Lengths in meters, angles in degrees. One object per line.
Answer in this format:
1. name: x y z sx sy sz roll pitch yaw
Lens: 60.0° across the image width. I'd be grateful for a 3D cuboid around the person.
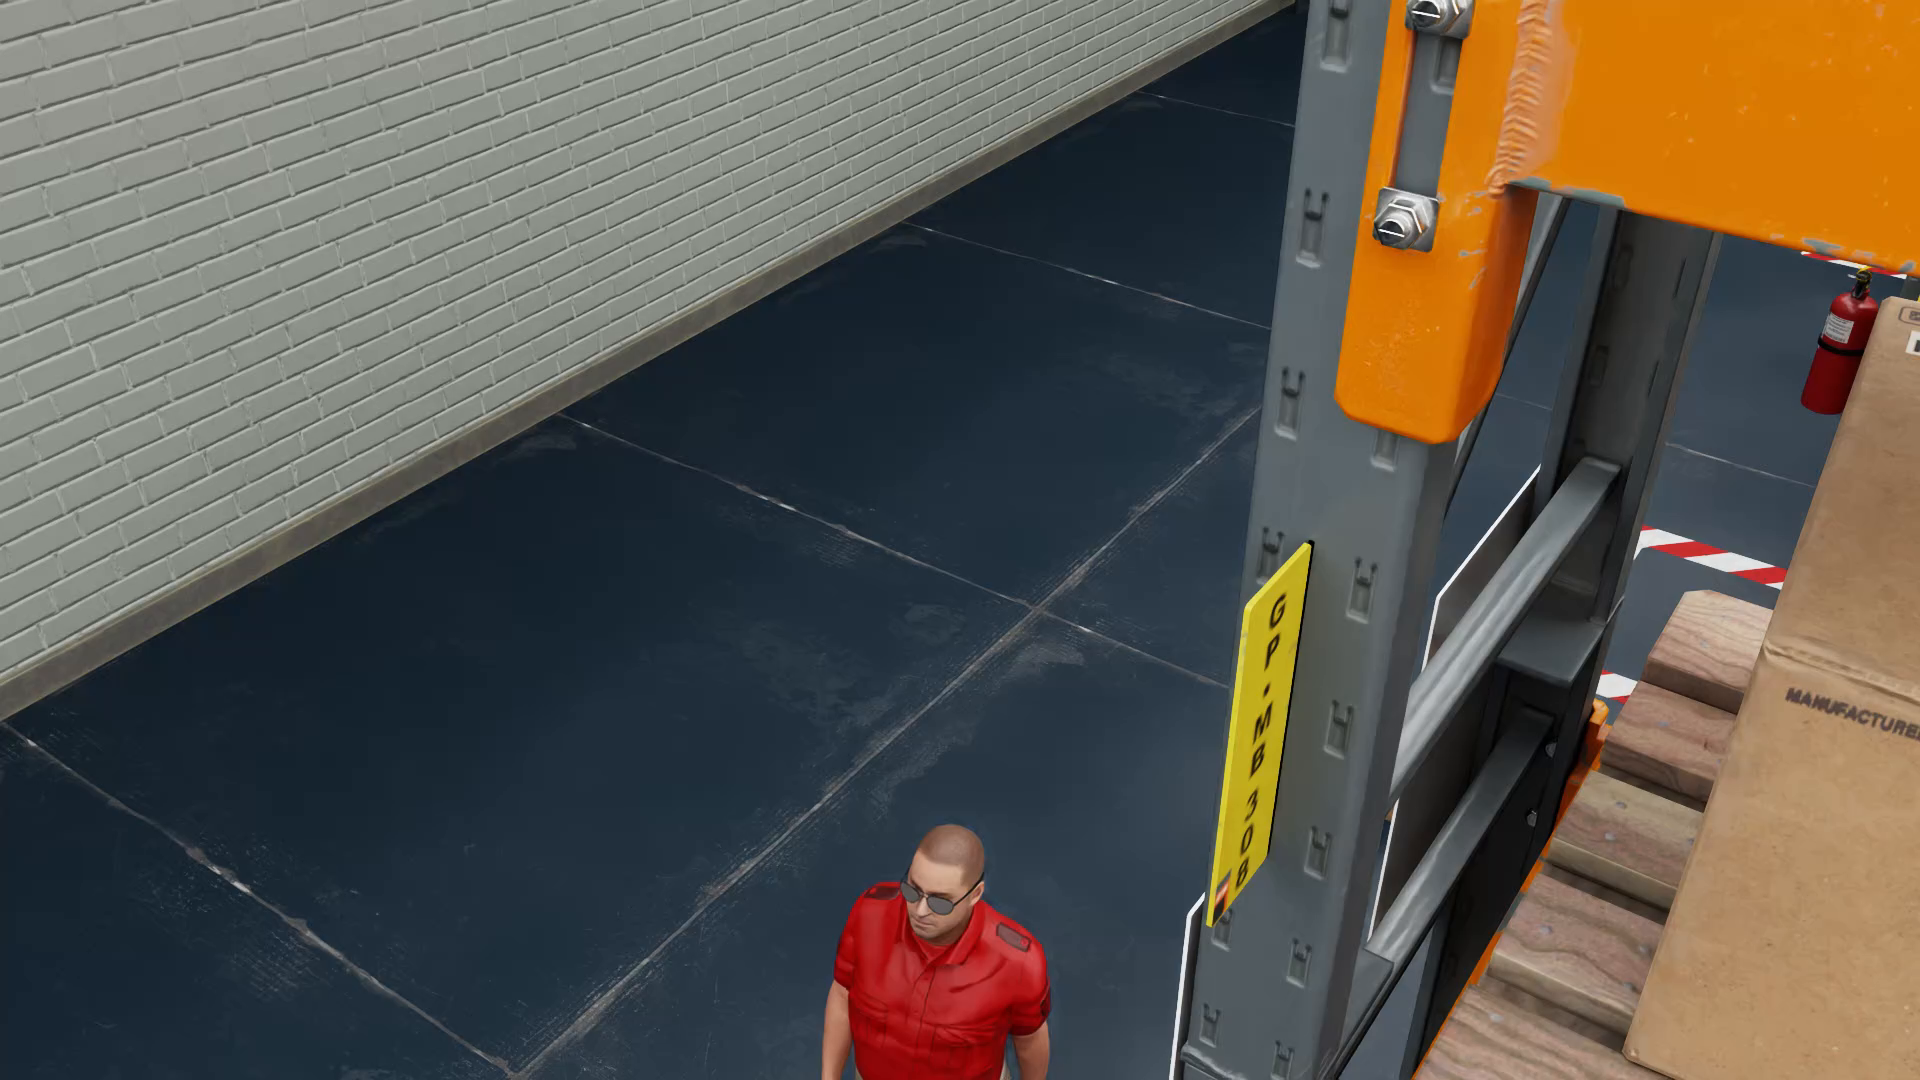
1. person: -0.077 1.373 4.147 0.535 1.678 0.989 17 38 24
